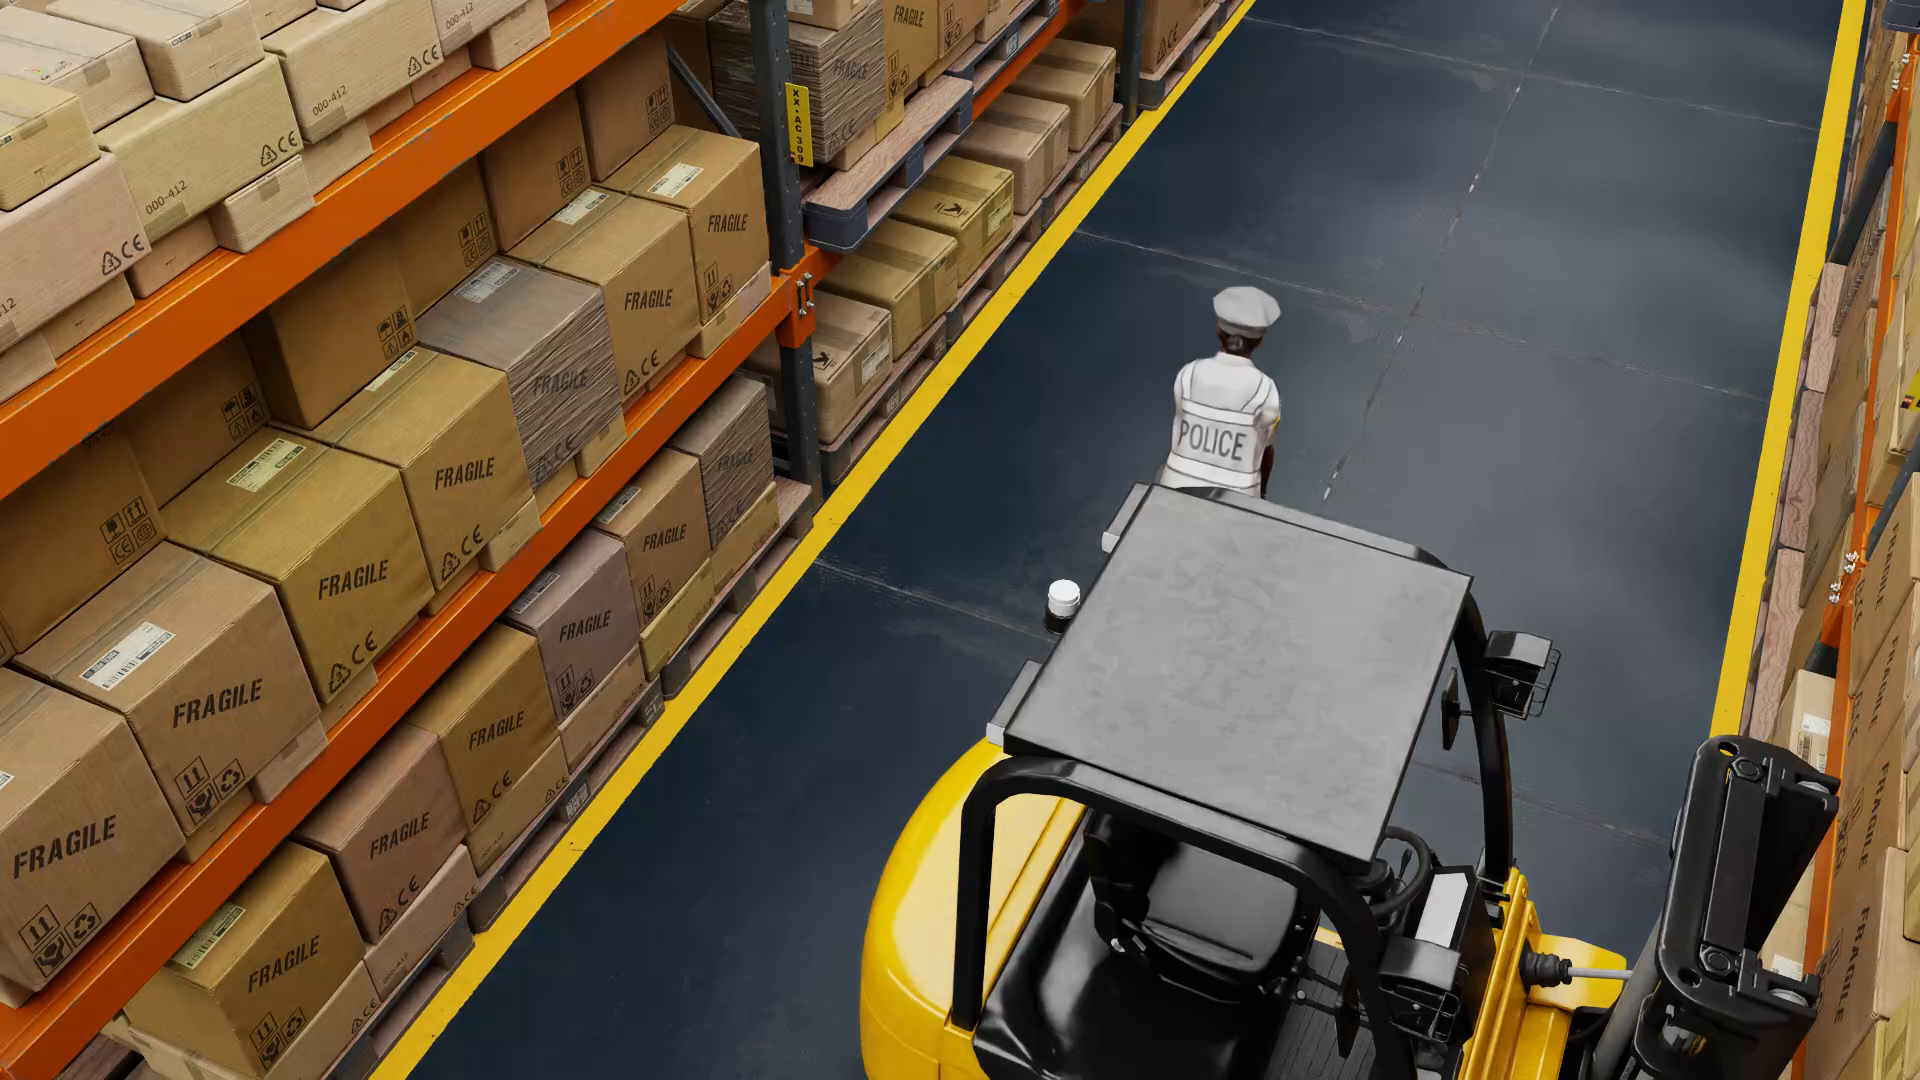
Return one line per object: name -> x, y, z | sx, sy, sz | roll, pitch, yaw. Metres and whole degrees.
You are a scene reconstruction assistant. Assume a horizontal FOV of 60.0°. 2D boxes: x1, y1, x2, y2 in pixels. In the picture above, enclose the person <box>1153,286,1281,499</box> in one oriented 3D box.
person -> 0.972, -0.172, 6.407 | 0.412, 1.595, 0.575 | 17, 45, 18
